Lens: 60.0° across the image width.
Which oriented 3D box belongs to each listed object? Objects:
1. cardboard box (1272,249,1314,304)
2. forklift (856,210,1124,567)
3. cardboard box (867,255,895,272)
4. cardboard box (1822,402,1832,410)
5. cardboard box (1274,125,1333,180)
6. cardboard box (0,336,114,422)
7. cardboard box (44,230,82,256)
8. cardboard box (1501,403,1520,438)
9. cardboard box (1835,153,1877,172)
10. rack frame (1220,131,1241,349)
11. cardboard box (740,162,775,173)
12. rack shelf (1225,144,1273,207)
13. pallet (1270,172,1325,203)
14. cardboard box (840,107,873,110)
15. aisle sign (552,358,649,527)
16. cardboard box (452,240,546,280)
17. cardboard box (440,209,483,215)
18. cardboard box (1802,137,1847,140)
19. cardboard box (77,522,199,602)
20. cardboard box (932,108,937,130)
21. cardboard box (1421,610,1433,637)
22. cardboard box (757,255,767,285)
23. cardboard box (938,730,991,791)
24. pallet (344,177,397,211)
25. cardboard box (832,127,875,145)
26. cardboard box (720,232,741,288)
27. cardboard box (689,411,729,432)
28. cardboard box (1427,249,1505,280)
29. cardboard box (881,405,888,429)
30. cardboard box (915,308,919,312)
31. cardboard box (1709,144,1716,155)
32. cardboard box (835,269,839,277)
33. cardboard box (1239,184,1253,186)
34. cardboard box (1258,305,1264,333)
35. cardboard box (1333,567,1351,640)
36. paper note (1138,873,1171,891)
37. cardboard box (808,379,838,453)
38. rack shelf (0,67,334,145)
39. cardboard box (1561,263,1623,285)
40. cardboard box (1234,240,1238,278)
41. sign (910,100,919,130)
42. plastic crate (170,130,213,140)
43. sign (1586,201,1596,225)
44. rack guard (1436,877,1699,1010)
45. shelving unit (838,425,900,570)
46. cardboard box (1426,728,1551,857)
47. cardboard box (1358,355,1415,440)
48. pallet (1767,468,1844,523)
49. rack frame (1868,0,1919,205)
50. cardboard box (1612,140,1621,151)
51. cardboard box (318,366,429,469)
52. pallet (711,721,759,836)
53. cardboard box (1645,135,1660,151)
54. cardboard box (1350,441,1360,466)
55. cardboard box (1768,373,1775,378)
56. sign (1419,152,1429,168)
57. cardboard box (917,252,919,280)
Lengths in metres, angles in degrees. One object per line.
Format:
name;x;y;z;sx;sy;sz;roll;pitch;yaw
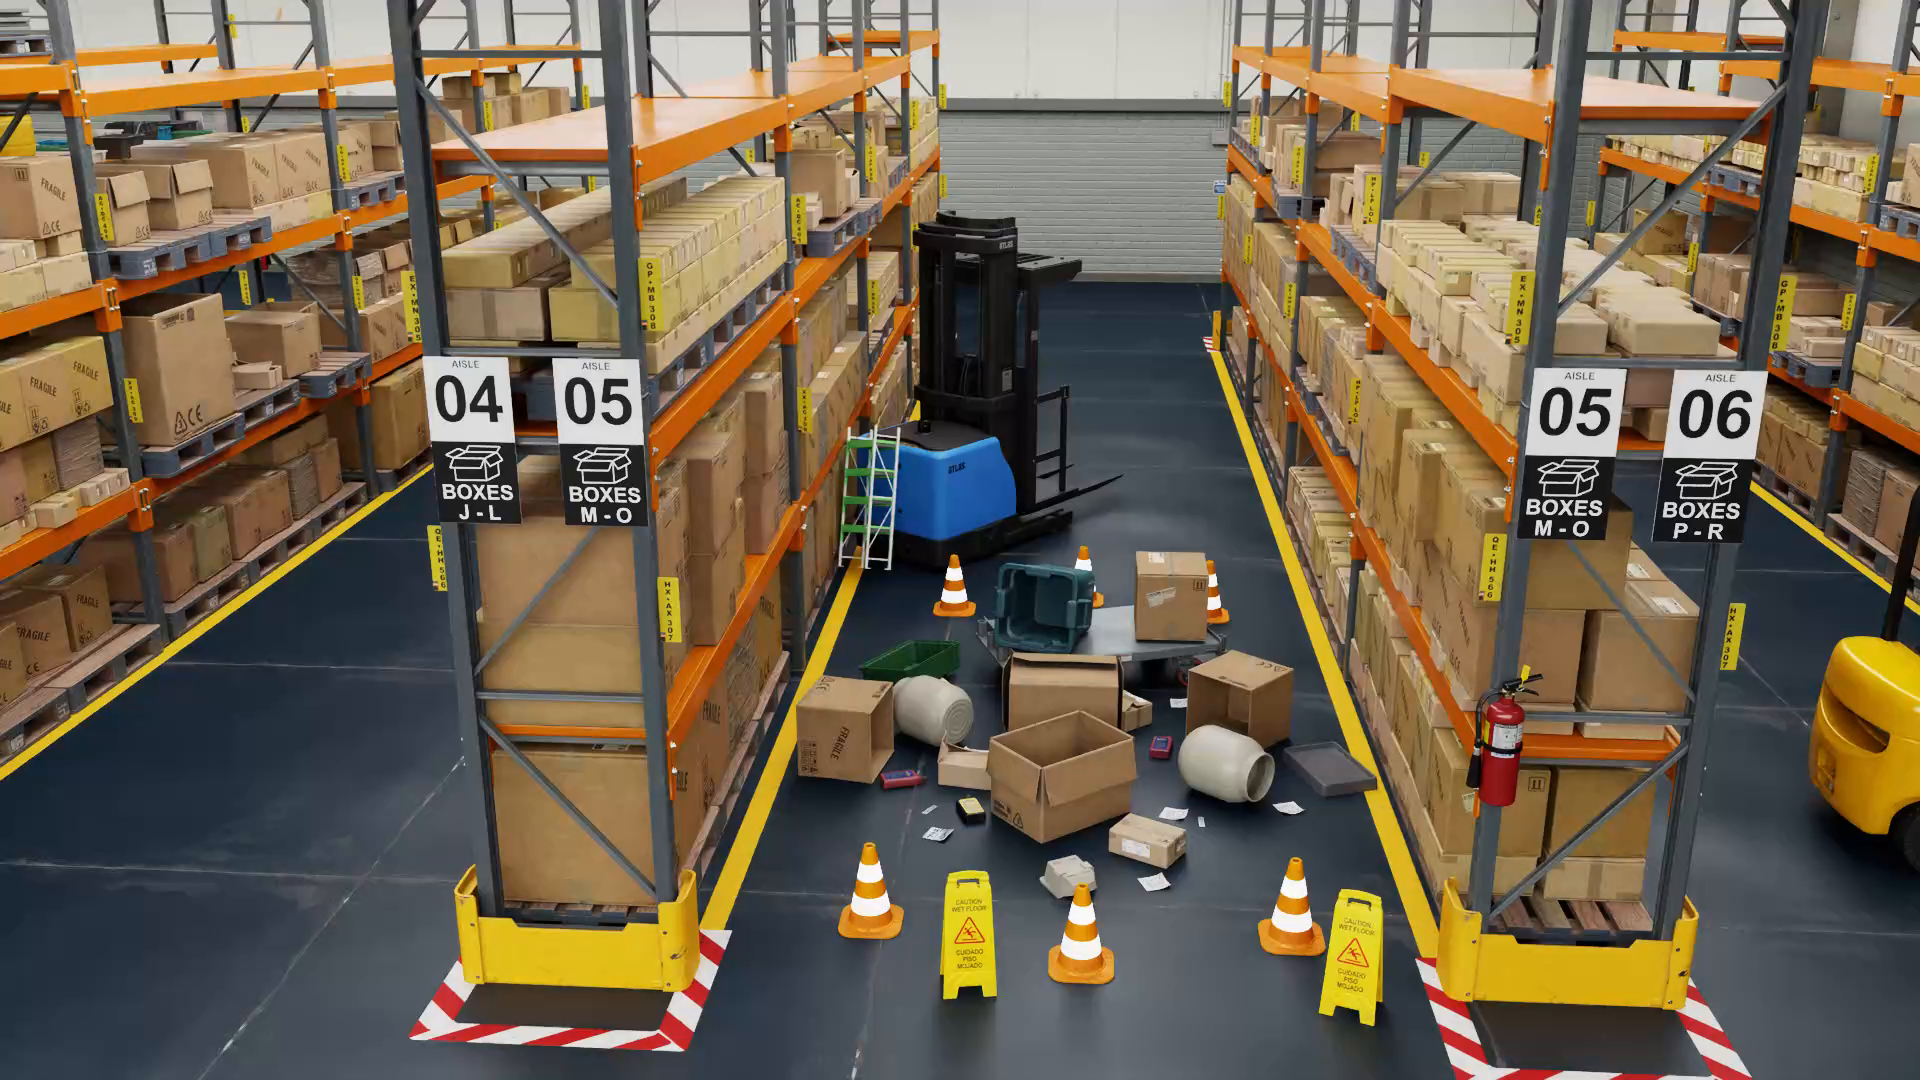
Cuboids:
cardboard box;3.432;-2.641;16.726;0.500;0.500;0.500;1;18;4
forklift;0.403;-1.543;15.252;1.130;2.935;3.031;15;23;38
cardboard box;-0.925;-3.110;18.697;0.380;0.149;0.250;1;18;2
cardboard box;8.951;-1.329;16.787;0.380;0.149;0.250;1;18;3
cardboard box;3.422;-3.864;16.574;0.500;0.500;0.500;1;18;4
cardboard box;-6.344;-1.135;11.653;0.500;0.500;0.500;1;18;4
cardboard box;-6.321;-2.053;11.482;0.380;0.149;0.250;2;18;6
cardboard box;2.758;-0.577;7.779;0.380;0.149;0.250;1;18;4
cardboard box;8.359;-3.490;15.389;0.380;0.149;0.250;1;18;2
rack frame;4.159;-4.123;23.015;1.000;3.000;0.127;1;18;4
cardboard box;-1.631;-3.127;14.468;0.500;0.311;0.500;1;18;4
rack shelf;4.015;-4.585;20.764;1.077;0.370;4.000;1;18;4
pallet;3.655;-3.522;16.668;1.003;0.211;1.213;2;18;6
cardboard box;-1.256;-5.168;20.185;0.380;0.149;0.250;1;18;2
aisle sign;-1.639;-0.439;7.598;0.394;0.787;0.004;1;18;4
cardboard box;-2.228;-1.354;8.037;0.380;0.149;0.250;1;18;4
cardboard box;-6.206;-3.832;20.687;0.500;0.500;0.500;1;18;4
cardboard box;8.840;-4.050;17.065;0.380;0.149;0.250;1;18;2
cardboard box;-6.521;0.172;13.217;0.700;0.500;0.500;0;18;0
cardboard box;-0.565;-5.645;22.281;0.500;0.250;0.500;1;18;2
cardboard box;2.847;0.446;9.475;0.380;0.149;0.250;1;18;3
cardboard box;-1.407;-1.670;10.280;0.380;0.149;0.250;1;18;4
cardboard box;0.068;1.399;10.553;0.396;0.266;0.258;4;19;13
pallet;-6.306;-3.396;16.283;1.213;0.211;1.003;2;18;6
cardboard box;-1.040;-3.914;16.169;0.396;0.266;0.258;1;18;4
cardboard box;-1.535;-1.590;9.395;0.500;0.250;0.500;1;18;4
cardboard box;-1.836;-0.443;9.809;0.875;0.550;0.500;1;18;4
cardboard box;2.911;-1.585;9.574;0.380;0.149;0.250;1;18;3
cardboard box;-1.022;-1.099;17.127;0.500;0.500;0.500;1;18;5
cardboard box;-0.647;-3.083;22.789;0.380;0.149;0.250;2;18;5
cardboard box;8.405;-4.240;18.124;0.380;0.149;0.250;2;18;5
cardboard box;-1.576;-2.988;18.804;0.380;0.149;0.250;1;18;3
cardboard box;3.749;-4.447;21.196;0.380;0.149;0.250;1;18;4
cardboard box;3.489;-2.359;17.872;0.500;0.250;0.500;1;18;3
cardboard box;3.333;0.490;12.482;0.950;0.372;0.625;2;18;5
paper note;1.094;1.919;9.343;0.148;0.019;0.142;-5;19;-15
cardboard box;-1.266;-0.992;13.299;0.500;0.500;0.500;1;18;4
rack shelf;-6.443;-3.557;13.452;1.077;0.370;4.000;1;18;4
cardboard box;3.381;-1.416;9.060;0.380;0.149;0.250;2;18;5
cardboard box;3.756;-3.556;21.126;0.500;0.500;0.500;2;18;6
sign;-0.519;-4.807;18.821;0.100;0.325;0.005;1;18;4
plastic crate;-10.452;-5.467;22.639;0.450;0.188;0.336;1;18;4
sign;8.568;-4.437;22.582;0.100;0.325;0.005;1;18;4
rack guard;3.017;2.011;8.311;1.175;0.500;0.348;1;18;4
shelving unit;-0.775;-0.359;14.149;0.258;1.200;0.503;4;-1;-31
cardboard box;2.809;1.343;8.872;0.500;0.500;0.500;1;18;4
cardboard box;3.050;-0.928;11.021;0.700;0.500;0.500;1;18;3
pallet;8.627;-0.434;16.237;1.003;0.211;1.213;1;18;4
rack frame;8.536;-4.379;14.163;1.000;3.000;0.127;1;18;4
cardboard box;8.855;-5.225;21.966;0.380;0.149;0.250;2;18;5
cardboard box;-6.229;-1.263;17.025;1.225;0.875;0.875;0;18;1
pallet;-1.864;1.465;10.441;1.003;0.211;1.213;1;18;4
cardboard box;8.726;-4.899;20.329;0.500;0.250;0.500;1;18;3
cardboard box;3.060;-0.642;12.121;0.380;0.149;0.250;2;18;5
cardboard box;8.576;-1.732;18.017;0.380;0.149;0.250;1;18;3
sign;4.126;-3.296;14.846;0.100;0.325;0.005;1;18;4
cardboard box;-0.758;-3.450;20.325;0.500;0.500;0.500;1;18;4
